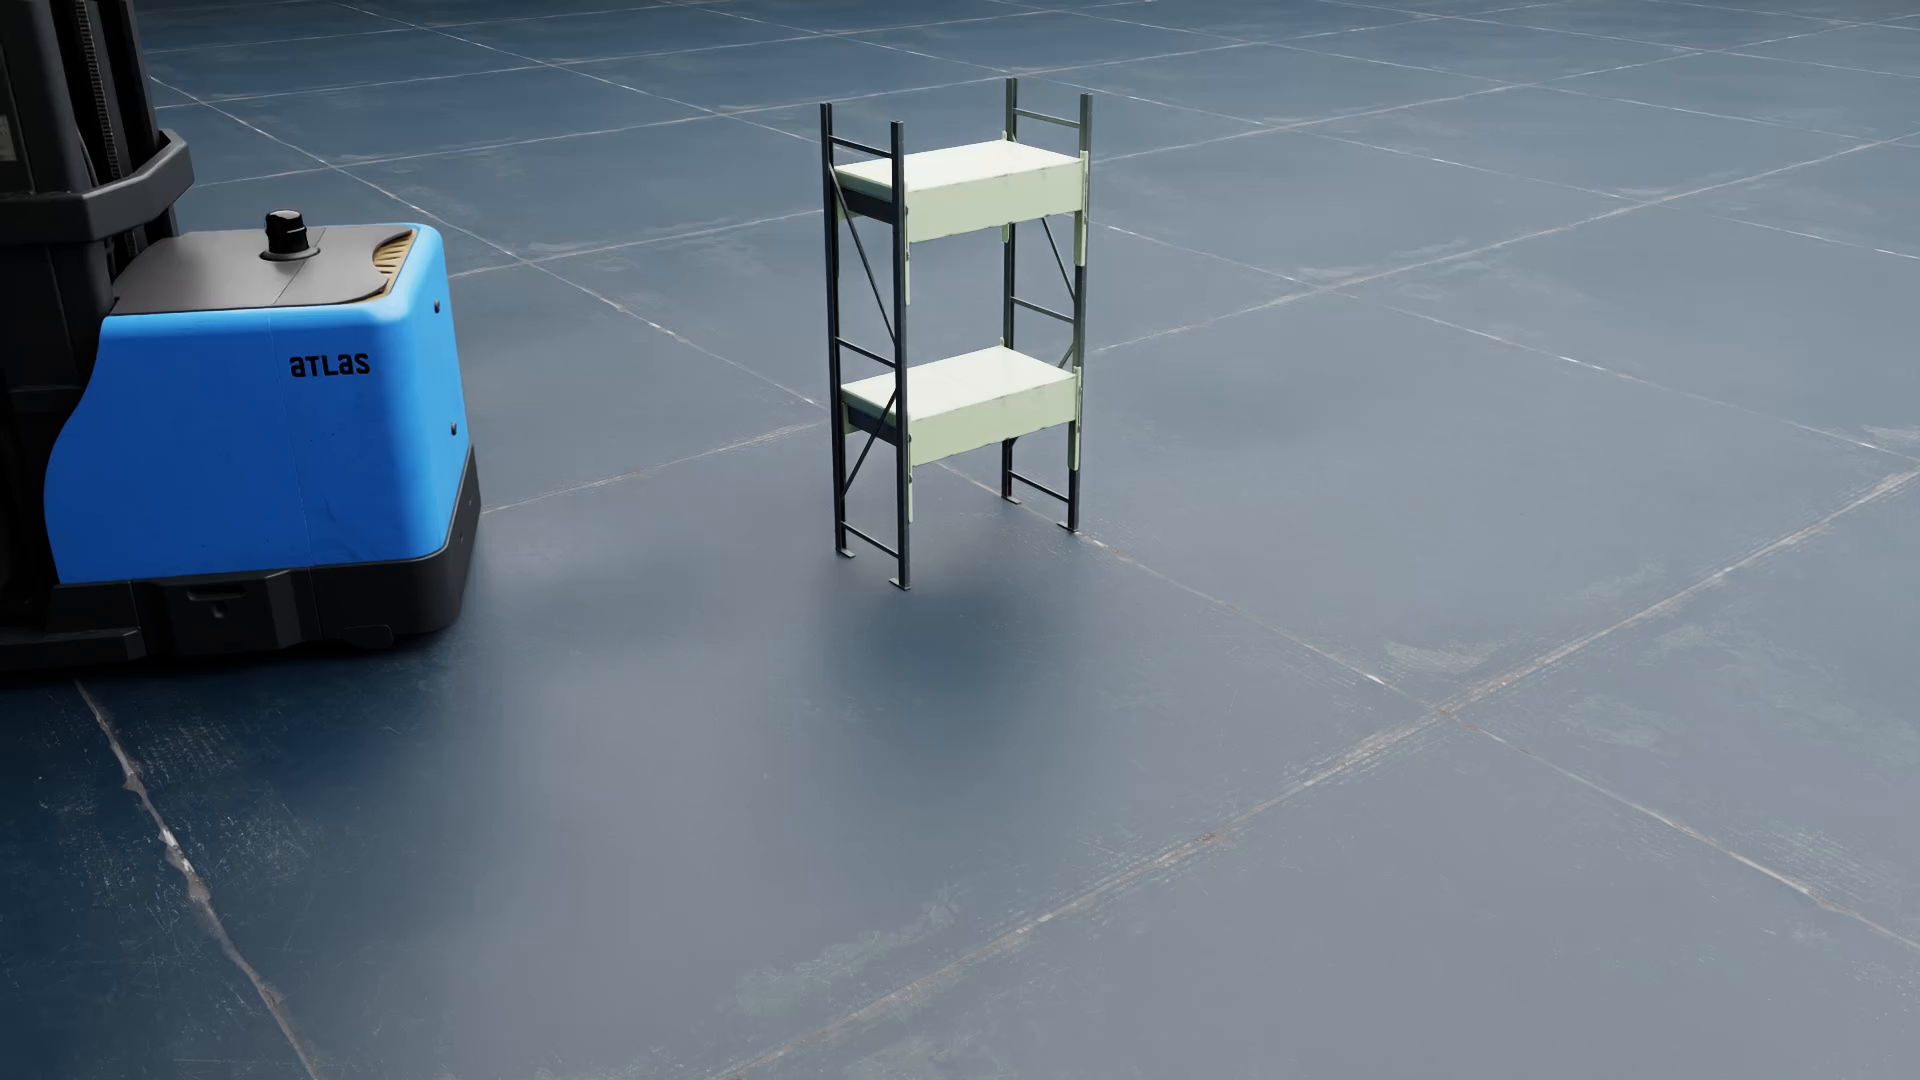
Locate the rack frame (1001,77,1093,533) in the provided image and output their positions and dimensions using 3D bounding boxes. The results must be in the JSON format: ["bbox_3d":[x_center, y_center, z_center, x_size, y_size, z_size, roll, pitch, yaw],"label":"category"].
[{"bbox_3d":[0.283,-0.774,5.635,0.023,1.500,0.400,-18,31,-34],"label":"rack frame"}]

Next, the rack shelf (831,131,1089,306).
[{"bbox_3d":[-0.005,-1.033,5.266,0.720,0.370,0.431,-18,31,-34],"label":"rack shelf"}]

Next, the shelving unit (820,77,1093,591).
[{"bbox_3d":[-0.005,-0.679,5.431,0.755,1.500,0.431,-18,31,-34],"label":"shelving unit"}]

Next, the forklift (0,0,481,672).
[{"bbox_3d":[-3.099,-1.099,4.635,3.031,2.935,1.130,-4,25,-9],"label":"forklift"}]

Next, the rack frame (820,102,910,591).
[{"bbox_3d":[-0.293,-0.583,5.226,0.023,1.500,0.400,-18,31,-34],"label":"rack frame"}]

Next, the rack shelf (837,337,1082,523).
[{"bbox_3d":[-0.005,-0.383,5.568,0.720,0.370,0.431,-18,31,-34],"label":"rack shelf"}]
